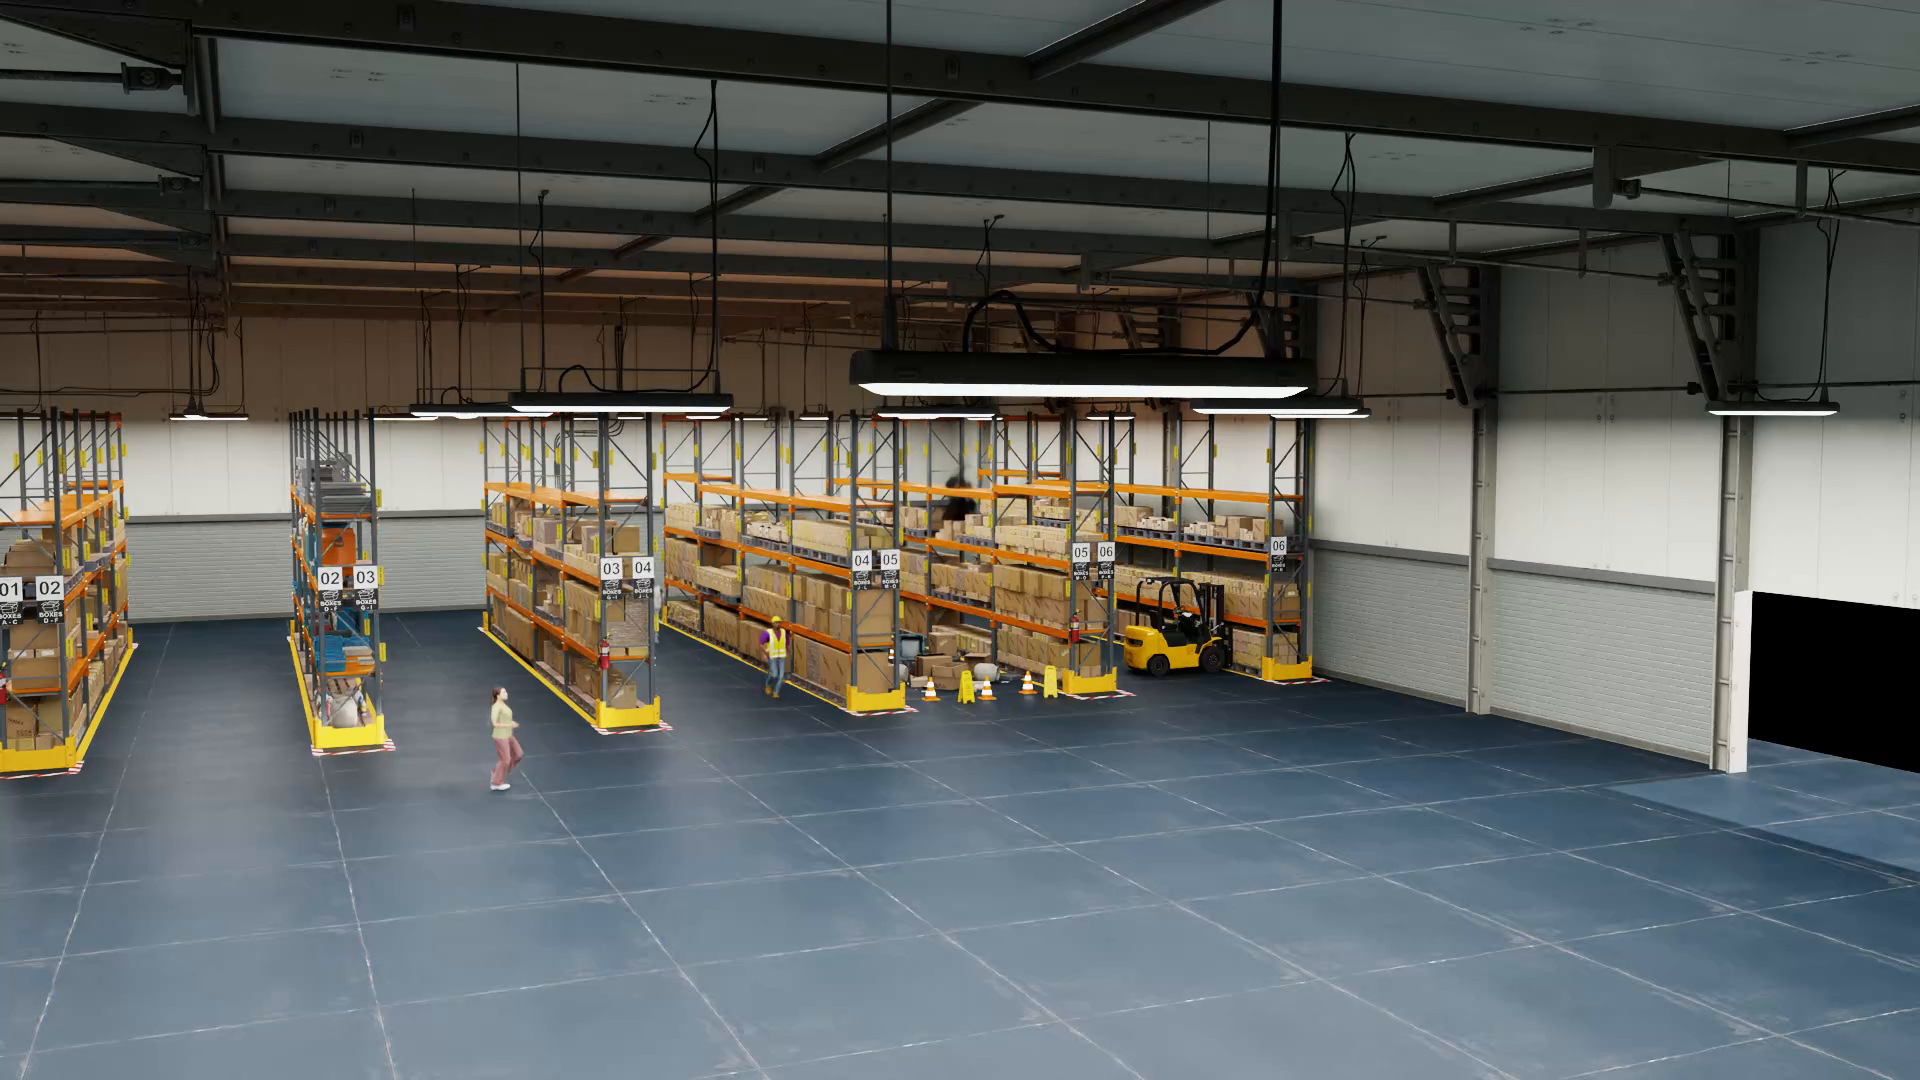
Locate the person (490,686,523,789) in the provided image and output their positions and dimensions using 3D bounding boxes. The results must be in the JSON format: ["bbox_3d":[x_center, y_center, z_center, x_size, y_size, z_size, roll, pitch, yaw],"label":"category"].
[{"bbox_3d":[-7.085,3.078,25.952,0.526,1.627,0.570,0,4,3],"label":"person"}]

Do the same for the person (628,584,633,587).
[{"bbox_3d":[-8.885,1.708,45.783,0.587,1.660,0.868,-2,4,-23],"label":"person"}]

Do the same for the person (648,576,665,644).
[{"bbox_3d":[-8.071,1.784,43.667,0.668,1.780,0.952,-2,4,-21],"label":"person"}]

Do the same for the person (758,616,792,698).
[{"bbox_3d":[-3.814,2.442,34.548,0.677,1.725,0.572,-2,5,-28],"label":"person"}]
